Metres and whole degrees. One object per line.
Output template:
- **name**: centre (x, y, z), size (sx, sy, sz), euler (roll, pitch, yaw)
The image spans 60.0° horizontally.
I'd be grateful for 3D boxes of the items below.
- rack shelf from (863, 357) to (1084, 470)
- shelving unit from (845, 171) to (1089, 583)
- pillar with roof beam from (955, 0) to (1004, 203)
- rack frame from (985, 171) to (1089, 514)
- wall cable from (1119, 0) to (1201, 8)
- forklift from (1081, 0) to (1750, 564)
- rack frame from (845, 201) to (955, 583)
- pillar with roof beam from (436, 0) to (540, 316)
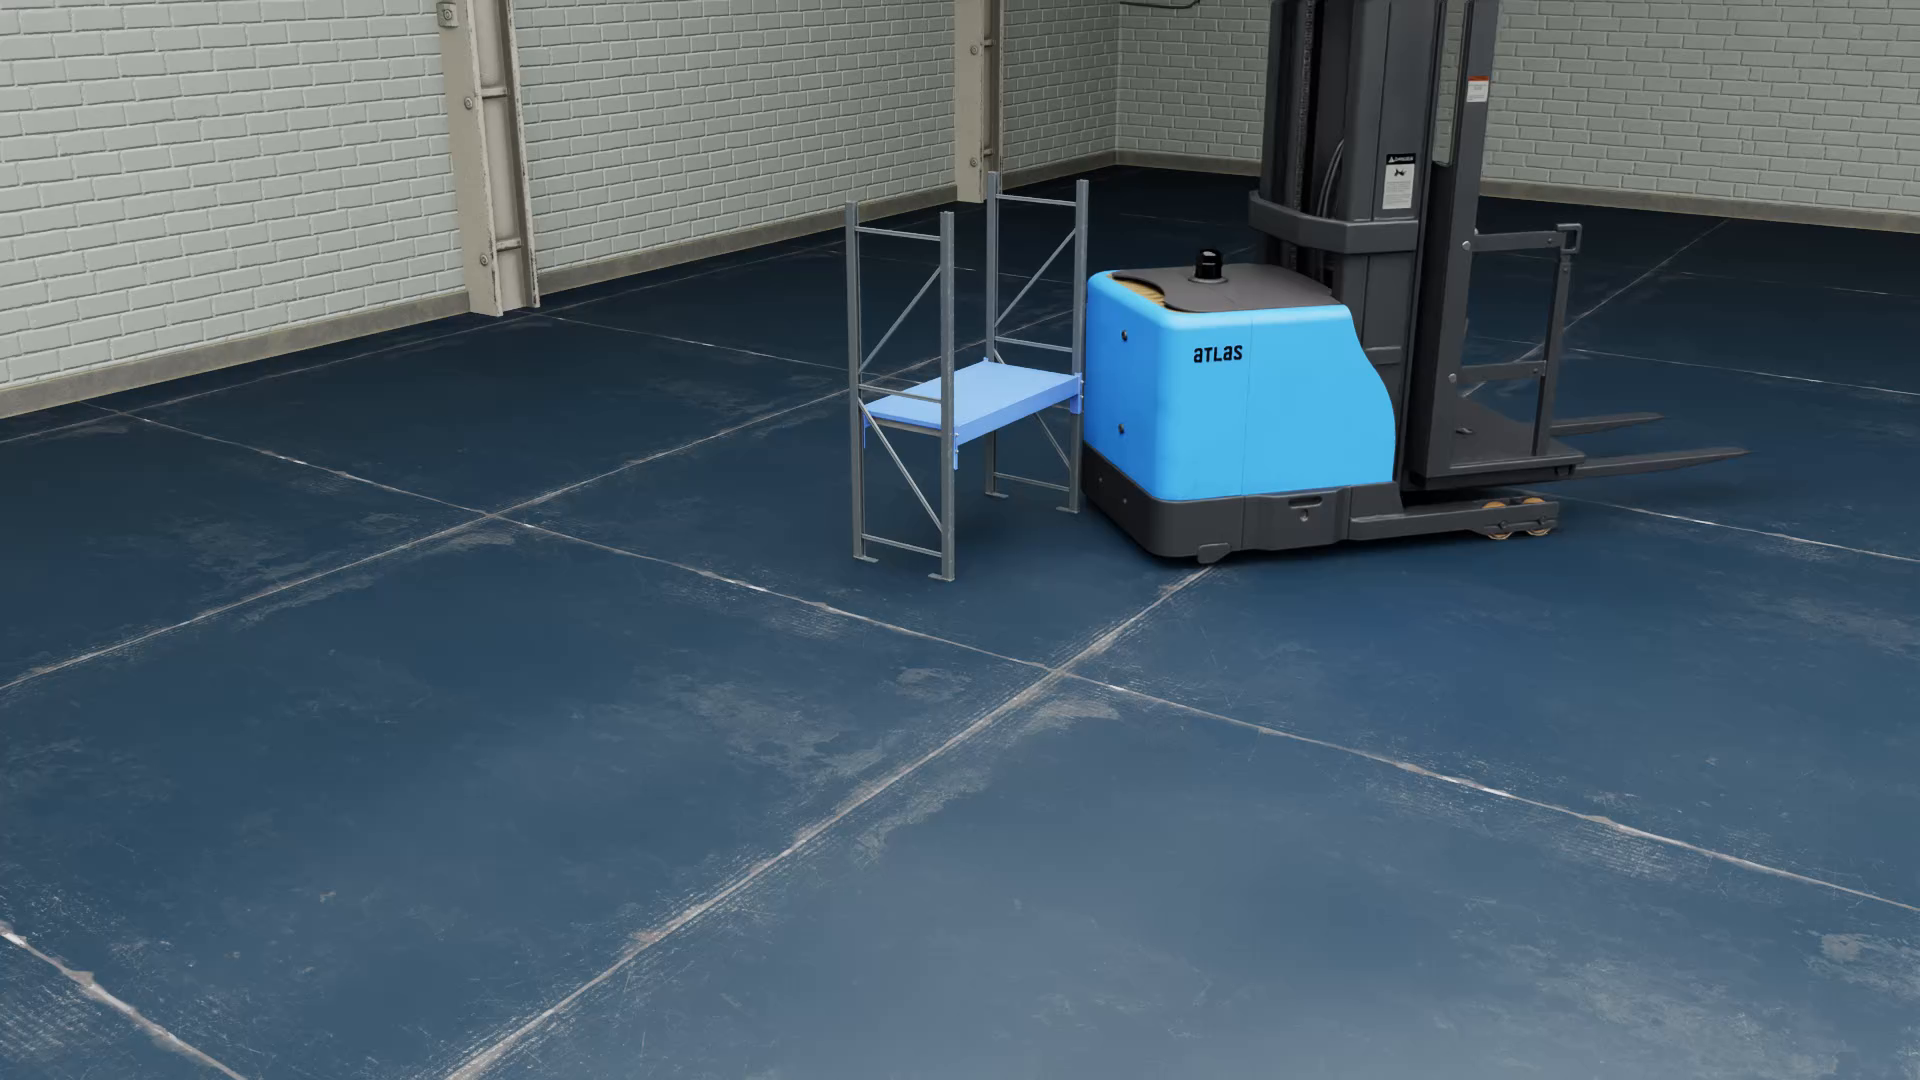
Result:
- **rack shelf**: centre (0.048, -0.559, 7.133), size (0.538, 0.185, 1.000), euler (13, 24, 32)
- **shelving unit**: centre (0.048, -0.728, 7.071), size (0.538, 1.500, 1.048), euler (13, 24, 32)
- **pillar with roof beam**: centre (3.743, -6.723, 12.468), size (9.100, 9.000, 0.400), euler (13, 24, 32)
- **rack frame**: centre (0.334, -0.874, 7.465), size (0.500, 1.500, 0.032), euler (13, 24, 32)
- **wall cable**: centre (2.932, -6.693, 16.864), size (3.097, 2.526, 0.112), euler (13, 24, 32)
- **forklift**: centre (2.126, -1.544, 7.213), size (3.031, 2.935, 1.130), euler (-6, 21, -15)
- **rack frame**: centre (-0.238, -0.582, 6.677), size (0.500, 1.500, 0.032), euler (13, 24, 32)
- **pillar with roof beam**: centre (0.370, -5.001, 7.814), size (9.100, 9.000, 0.400), euler (13, 24, 32)
